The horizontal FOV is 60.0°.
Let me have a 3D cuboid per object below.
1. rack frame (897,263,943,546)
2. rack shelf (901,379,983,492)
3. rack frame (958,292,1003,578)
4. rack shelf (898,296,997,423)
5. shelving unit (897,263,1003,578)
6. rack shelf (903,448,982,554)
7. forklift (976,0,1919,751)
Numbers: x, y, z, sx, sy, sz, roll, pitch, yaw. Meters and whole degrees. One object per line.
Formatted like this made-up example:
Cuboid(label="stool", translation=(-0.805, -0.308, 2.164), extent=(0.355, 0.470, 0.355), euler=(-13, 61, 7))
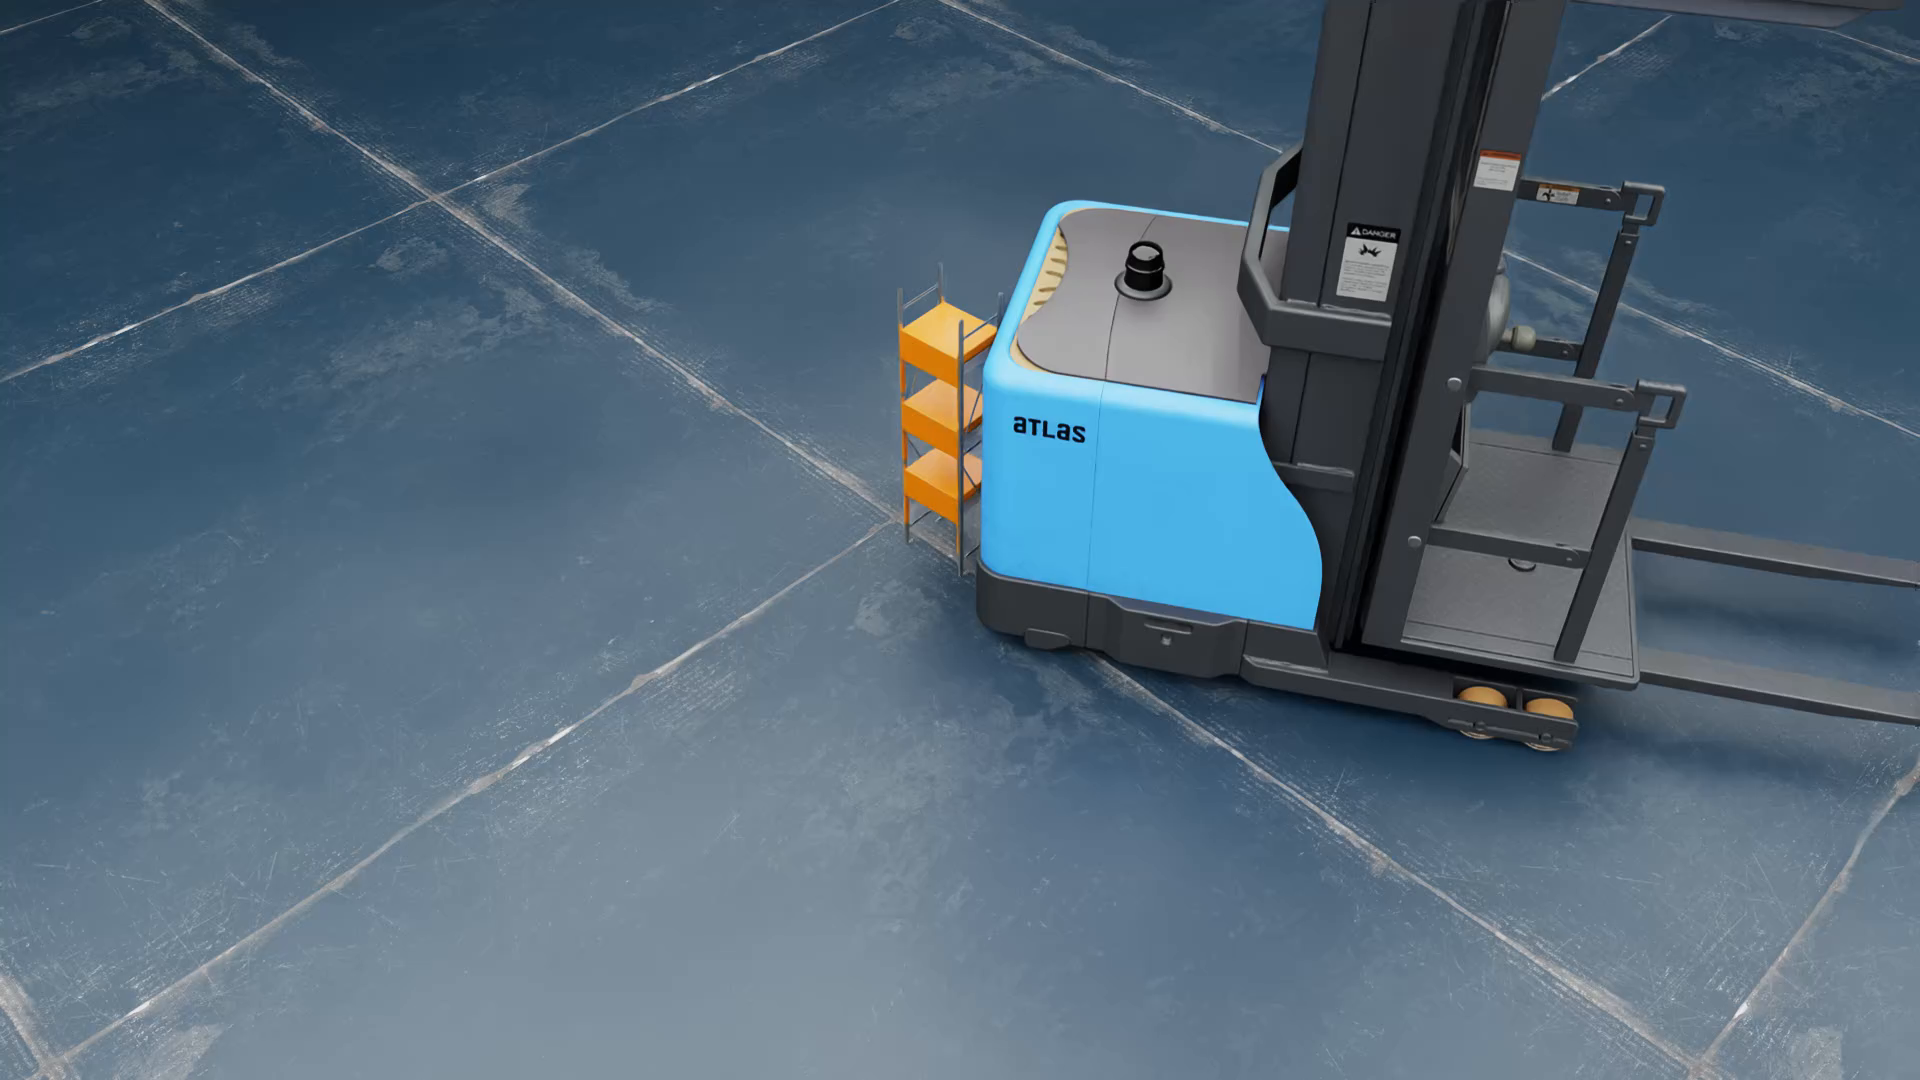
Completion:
Cuboid(label="rack frame", translation=(-0.122, -0.418, 5.428), extent=(0.008, 1.050, 0.200), euler=(30, 51, 29))
Cuboid(label="rack shelf", translation=(-0.030, -0.356, 5.377), extent=(0.240, 0.259, 0.215), euler=(30, 51, 29))
Cuboid(label="rack frame", translation=(0.063, -0.310, 5.312), extent=(0.008, 1.050, 0.200), euler=(30, 51, 29))
Cuboid(label="rack shelf", translation=(-0.030, -0.564, 5.185), extent=(0.240, 0.259, 0.215), euler=(30, 51, 29))
Cuboid(label="shelving unit", translation=(-0.030, -0.364, 5.370), extent=(0.252, 1.050, 0.215), euler=(30, 51, 29))
Cuboid(label="rack shelf", translation=(-0.030, -0.152, 5.566), extent=(0.240, 0.259, 0.215), euler=(30, 51, 29))
Cuboid(label="forklift", translation=(1.626, -0.836, 4.496), extent=(3.031, 2.935, 1.130), euler=(10, 44, 10))
